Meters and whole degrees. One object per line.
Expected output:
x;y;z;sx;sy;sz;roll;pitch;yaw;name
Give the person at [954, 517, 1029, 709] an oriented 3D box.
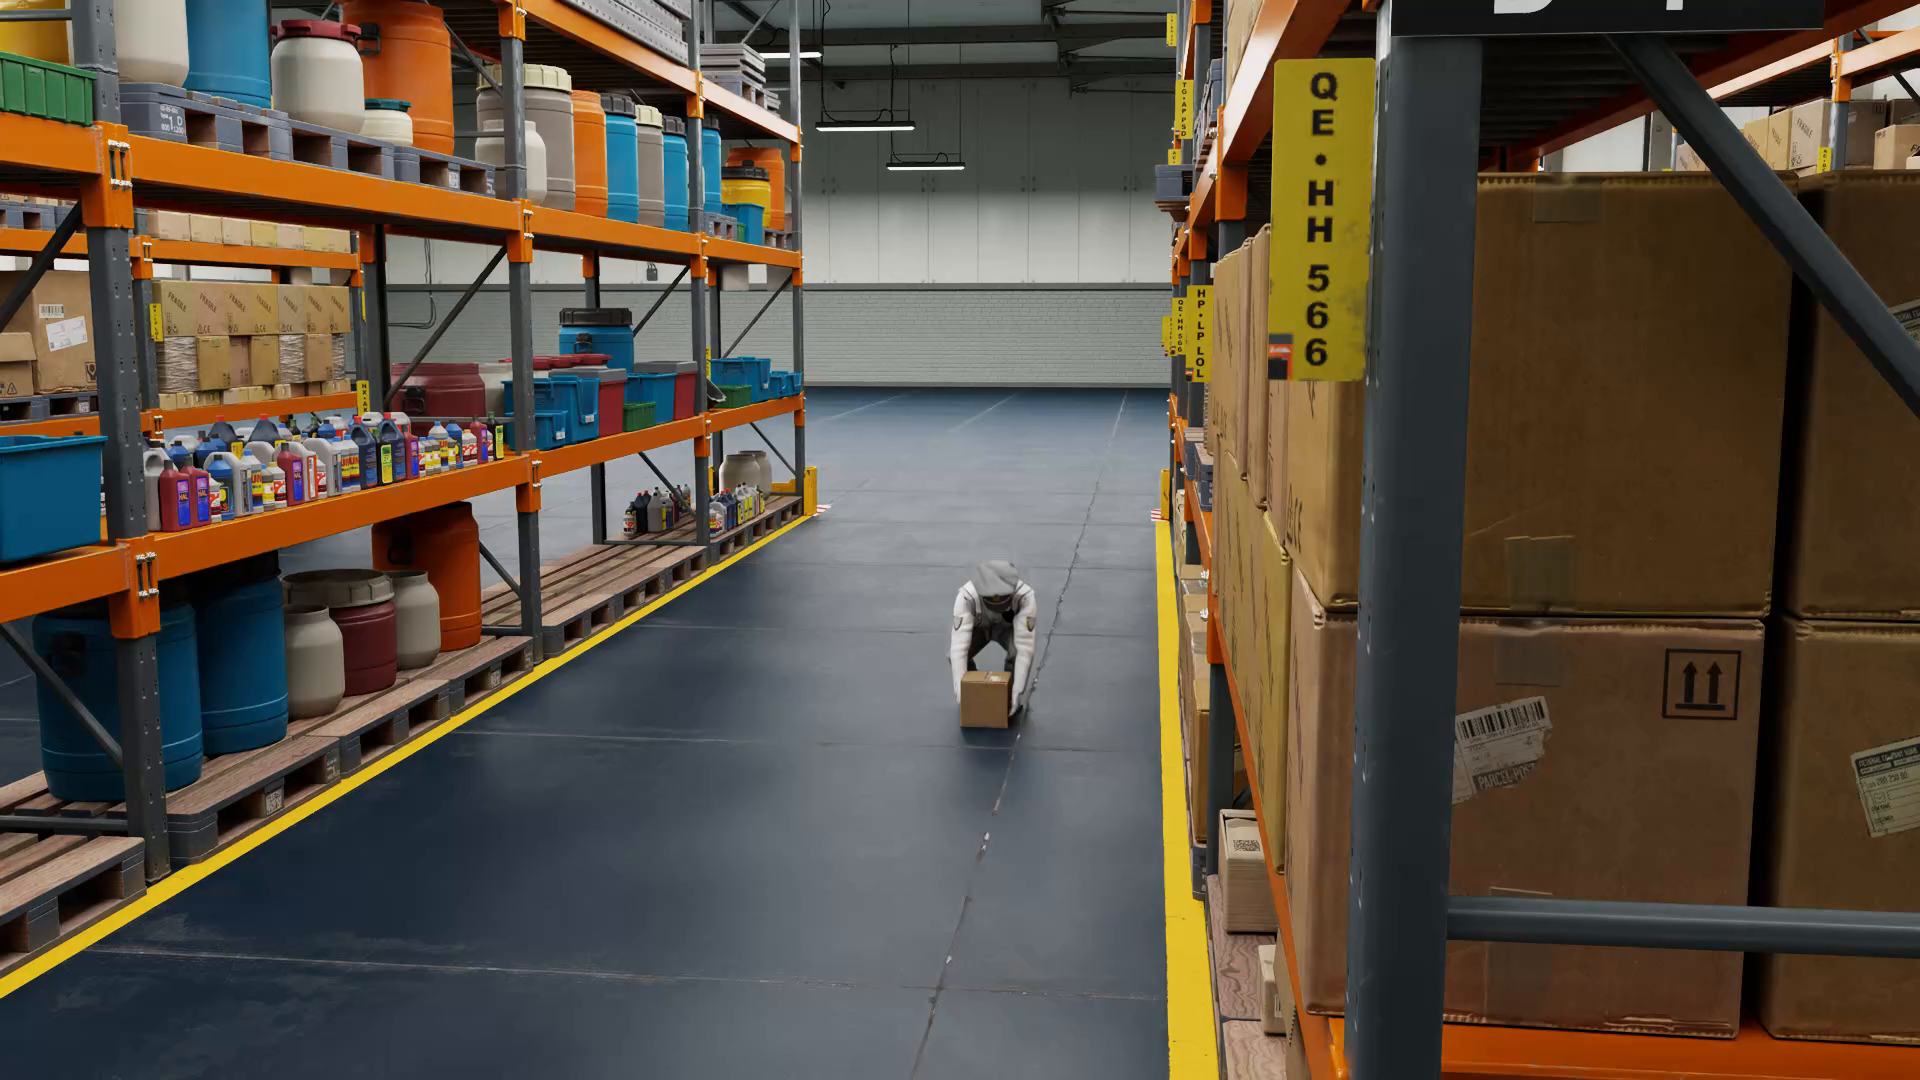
0.164;0.392;8.994;0.415;1.108;0.926;1;8;4;person
